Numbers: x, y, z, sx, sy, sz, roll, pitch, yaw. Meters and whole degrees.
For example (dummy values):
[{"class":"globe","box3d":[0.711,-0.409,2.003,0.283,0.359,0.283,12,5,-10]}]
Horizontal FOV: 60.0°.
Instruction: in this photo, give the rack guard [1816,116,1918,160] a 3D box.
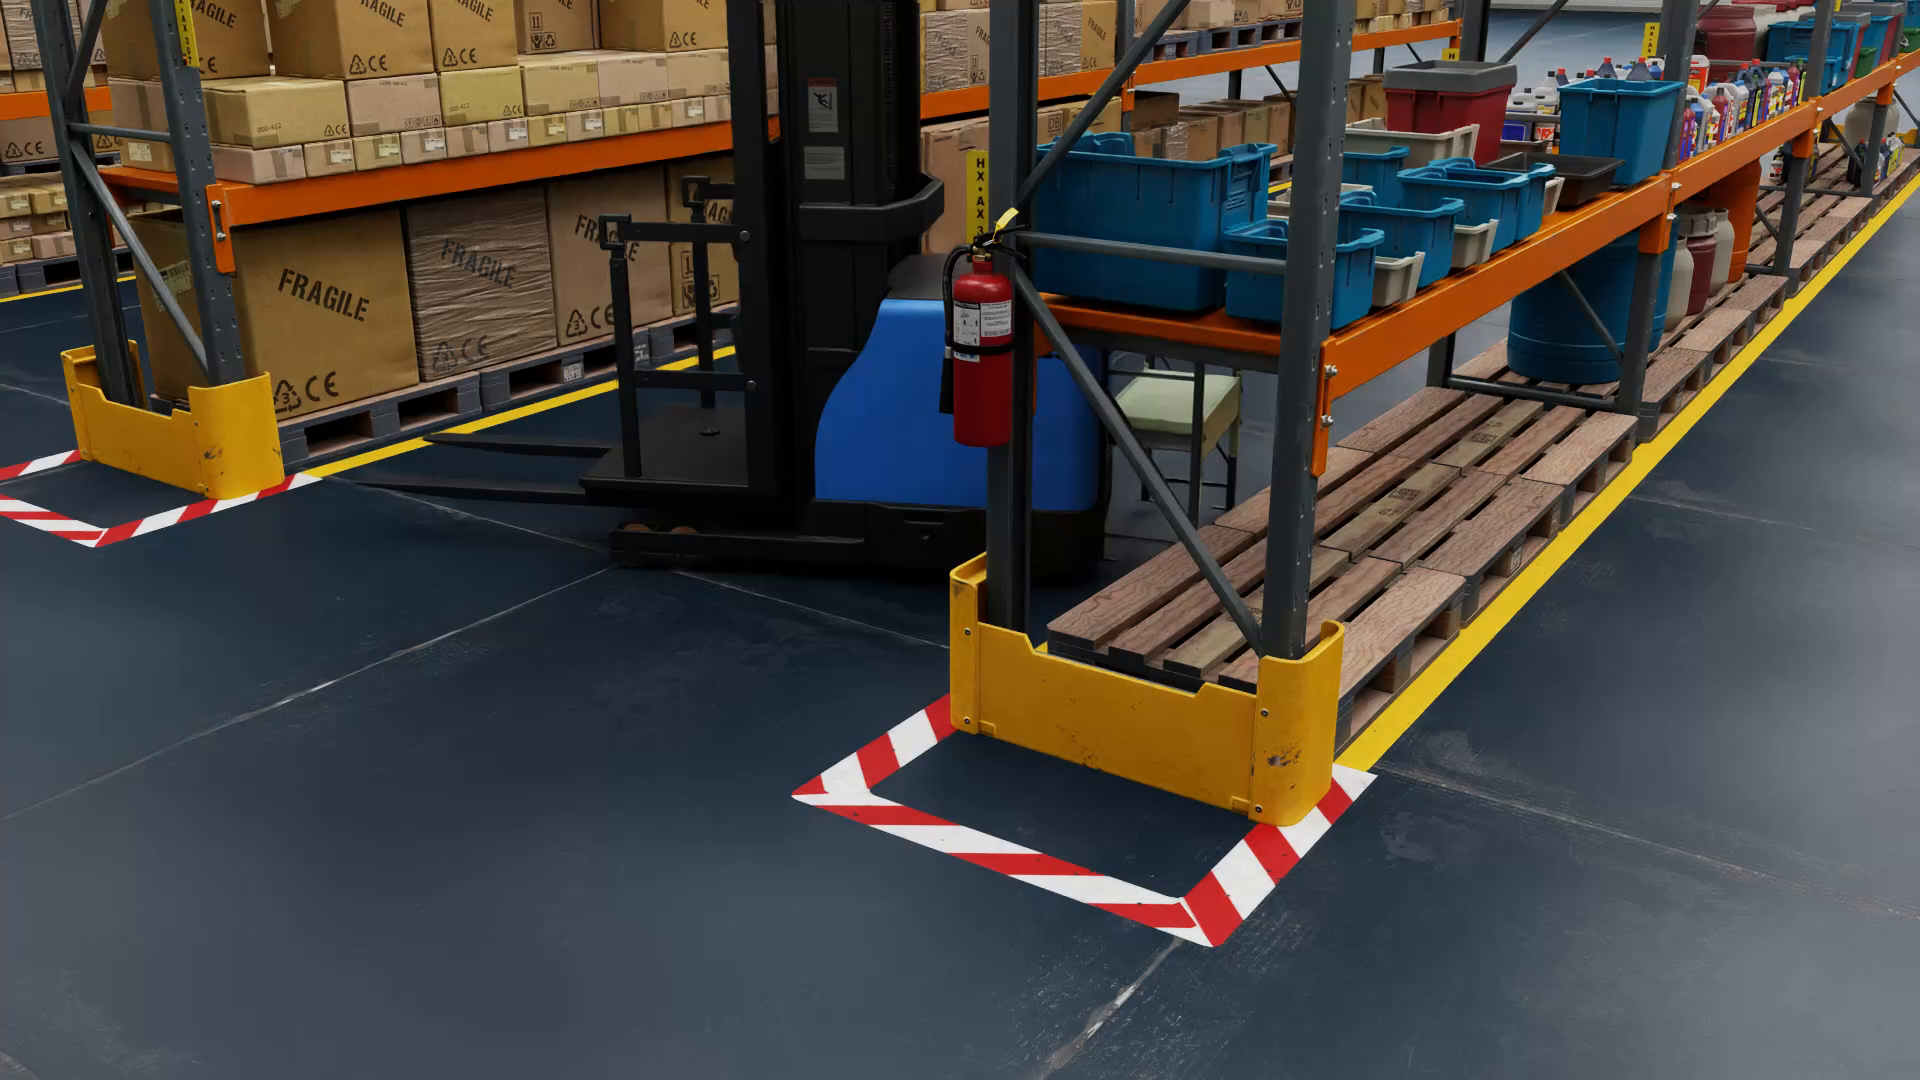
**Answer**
[{"class":"rack guard","box3d":[9.516,-4.162,17.296,1.175,0.500,0.348,13,24,32]}]

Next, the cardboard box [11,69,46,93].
[{"class":"cardboard box","box3d":[-6.328,-3.105,11.199,0.380,0.149,0.250,14,25,34]}]

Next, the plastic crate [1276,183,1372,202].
[{"class":"plastic crate","box3d":[1.297,-1.202,5.984,0.298,0.136,0.250,13,24,32]}]

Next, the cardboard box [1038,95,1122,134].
[{"class":"cardboard box","box3d":[0.522,-3.042,13.123,1.225,0.875,0.875,12,23,29]}]

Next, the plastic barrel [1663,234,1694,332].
[{"class":"plastic barrel","box3d":[3.884,-1.453,9.349,0.421,0.512,0.421,0,20,0]}]

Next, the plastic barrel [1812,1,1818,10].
[{"class":"plastic barrel","box3d":[6.804,-4.401,13.616,0.600,0.901,0.708,13,24,32]}]

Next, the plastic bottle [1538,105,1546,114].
[{"class":"plastic bottle","box3d":[2.897,-2.070,8.324,0.097,0.201,0.097,0,20,0]}]

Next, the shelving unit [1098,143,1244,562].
[{"class":"shelving unit","box3d":[0.834,-0.728,6.479,0.431,1.500,0.755,7,22,19]}]

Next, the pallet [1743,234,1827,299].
[{"class":"pallet","box3d":[5.491,-1.977,11.804,1.003,0.211,1.213,13,24,32]}]

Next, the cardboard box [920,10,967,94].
[{"class":"cardboard box","box3d":[-0.293,-3.306,11.235,0.500,0.500,0.500,13,24,31]}]

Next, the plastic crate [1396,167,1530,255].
[{"class":"plastic crate","box3d":[1.677,-1.108,5.593,0.416,0.233,0.300,13,24,32]}]

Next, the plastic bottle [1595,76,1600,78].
[{"class":"plastic bottle","box3d":[3.424,-2.395,9.094,0.152,0.276,0.135,13,24,32]}]

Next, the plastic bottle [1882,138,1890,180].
[{"class":"plastic bottle","box3d":[8.175,-3.386,14.780,0.144,0.351,0.185,12,24,30]}]

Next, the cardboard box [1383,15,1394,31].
[{"class":"cardboard box","box3d":[4.377,-5.502,17.677,0.380,0.149,0.250,13,24,32]}]

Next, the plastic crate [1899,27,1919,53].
[{"class":"plastic crate","box3d":[8.268,-4.453,14.784,0.450,0.188,0.662,13,24,32]}]

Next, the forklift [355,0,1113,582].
[{"class":"forklift","box3d":[-0.917,-1.436,6.423,3.031,2.935,1.130,3,21,8]}]

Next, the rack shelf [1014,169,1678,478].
[{"class":"rack shelf","box3d":[1.650,-1.011,6.211,1.077,0.370,4.000,13,24,32]}]

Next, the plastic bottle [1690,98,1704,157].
[{"class":"plastic bottle","box3d":[3.513,-1.987,7.997,0.097,0.271,0.097,0,20,0]}]

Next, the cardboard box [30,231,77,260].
[{"class":"cardboard box","box3d":[-6.332,-2.046,11.477,0.380,0.149,0.250,12,23,29]}]

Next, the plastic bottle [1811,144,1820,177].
[{"class":"plastic bottle","box3d":[7.640,-3.421,14.981,0.152,0.276,0.135,13,24,32]}]

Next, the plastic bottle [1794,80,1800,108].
[{"class":"plastic bottle","box3d":[5.069,-2.748,10.156,0.097,0.201,0.097,0,20,0]}]

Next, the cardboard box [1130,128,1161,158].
[{"class":"cardboard box","box3d":[1.287,-3.266,14.239,0.700,0.500,0.500,12,23,29]}]

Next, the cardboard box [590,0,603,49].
[{"class":"cardboard box","box3d":[-2.086,-3.082,9.479,0.500,0.500,0.500,13,24,32]}]

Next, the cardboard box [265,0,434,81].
[{"class":"cardboard box","box3d":[-2.796,-2.390,7.608,0.500,0.500,0.500,13,24,31]}]

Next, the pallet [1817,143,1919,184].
[{"class":"pallet","box3d":[9.055,-3.794,16.718,1.003,0.211,1.213,13,24,32]}]

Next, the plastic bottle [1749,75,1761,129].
[{"class":"plastic bottle","box3d":[4.327,-2.397,9.088,0.061,0.283,0.133,13,24,32]}]

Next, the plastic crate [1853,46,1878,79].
[{"class":"plastic crate","box3d":[6.526,-3.563,12.380,0.450,0.188,0.662,13,24,32]}]

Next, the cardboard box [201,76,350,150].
[{"class":"cardboard box","box3d":[-3.077,-1.895,7.351,0.500,0.250,0.500,13,24,30]}]

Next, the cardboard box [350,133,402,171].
[{"class":"cardboard box","box3d":[-2.811,-1.807,7.690,0.380,0.149,0.250,13,24,31]}]

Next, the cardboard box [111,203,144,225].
[{"class":"cardboard box","box3d":[-6.076,-2.368,11.919,0.380,0.149,0.250,12,23,29]}]

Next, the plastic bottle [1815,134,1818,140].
[{"class":"plastic bottle","box3d":[8.243,-3.832,16.101,0.097,0.271,0.097,0,20,0]}]

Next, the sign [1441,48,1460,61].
[{"class":"sign","box3d":[2.321,-2.160,7.881,0.100,0.325,0.005,13,24,32]}]

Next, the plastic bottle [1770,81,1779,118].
[{"class":"plastic bottle","box3d":[4.665,-2.542,9.600,0.097,0.201,0.097,0,20,0]}]

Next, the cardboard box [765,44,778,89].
[{"class":"cardboard box","box3d":[-1.353,-2.779,9.742,0.500,0.250,0.500,13,24,31]}]

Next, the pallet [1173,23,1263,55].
[{"class":"pallet","box3d":[2.006,-4.522,14.942,1.003,0.211,1.213,13,24,32]}]

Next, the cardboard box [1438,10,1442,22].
[{"class":"cardboard box","box3d":[5.293,-6.020,19.077,0.380,0.149,0.250,13,24,32]}]

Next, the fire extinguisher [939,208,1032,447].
[{"class":"fire extinguisher","box3d":[0.065,-0.609,4.736,0.296,0.674,0.183,13,24,32]}]

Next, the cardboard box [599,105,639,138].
[{"class":"cardboard box","box3d":[-1.944,-2.250,8.886,0.380,0.149,0.250,13,24,31]}]

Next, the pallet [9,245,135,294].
[{"class":"pallet","box3d":[-6.400,-2.025,11.936,1.003,0.211,1.213,13,24,32]}]

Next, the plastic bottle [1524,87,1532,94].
[{"class":"plastic bottle","box3d":[2.821,-2.119,8.337,0.061,0.283,0.133,13,24,32]}]

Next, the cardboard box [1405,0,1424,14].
[{"class":"cardboard box","box3d":[4.593,-6.063,18.260,0.875,0.500,0.500,13,24,32]}]

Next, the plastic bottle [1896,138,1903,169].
[{"class":"plastic bottle","box3d":[8.686,-3.615,15.505,0.152,0.276,0.135,13,24,32]}]

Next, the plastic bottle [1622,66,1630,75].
[{"class":"plastic bottle","box3d":[3.905,-2.655,9.805,0.097,0.271,0.097,0,20,0]}]

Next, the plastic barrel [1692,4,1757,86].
[{"class":"plastic barrel","box3d":[5.033,-3.326,11.236,0.600,0.536,0.708,13,24,32]}]

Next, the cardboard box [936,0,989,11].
[{"class":"cardboard box","box3d":[-0.238,-3.966,11.574,0.797,0.503,0.637,14,25,34]}]

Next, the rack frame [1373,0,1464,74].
[{"class":"rack frame","box3d":[5.424,-6.331,19.557,1.000,3.000,0.127,13,24,32]}]

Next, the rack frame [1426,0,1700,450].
[{"class":"rack frame","box3d":[2.775,-1.922,7.638,1.000,3.000,0.127,13,24,32]}]

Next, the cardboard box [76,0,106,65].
[{"class":"cardboard box","box3d":[-5.979,-3.586,11.562,0.500,0.500,0.500,13,24,32]}]

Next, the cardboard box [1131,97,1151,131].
[{"class":"cardboard box","box3d":[1.279,-3.619,14.114,0.500,0.250,0.500,14,25,34]}]

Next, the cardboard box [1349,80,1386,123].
[{"class":"cardboard box","box3d":[4.384,-4.826,18.485,0.500,0.500,0.500,16,26,37]}]

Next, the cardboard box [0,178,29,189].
[{"class":"cardboard box","box3d":[-6.755,-2.441,11.686,0.380,0.149,0.250,12,24,30]}]
